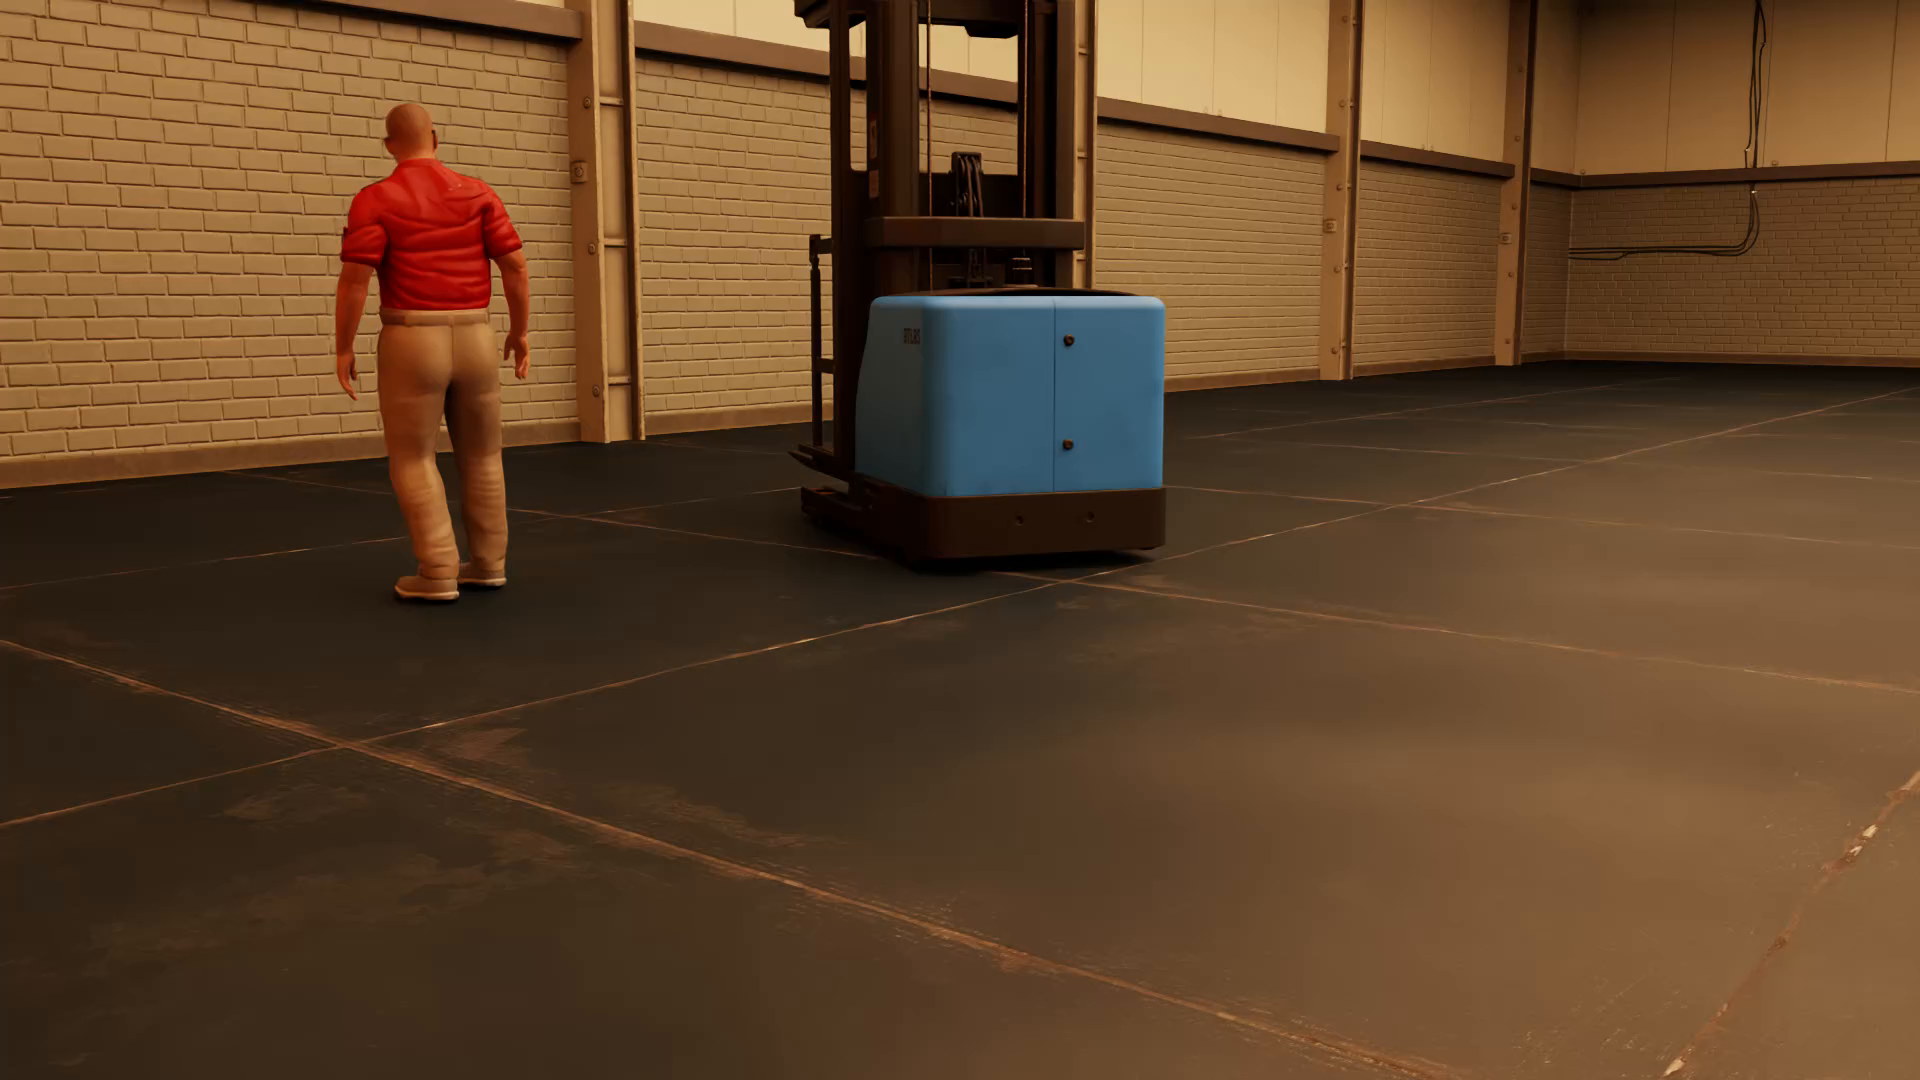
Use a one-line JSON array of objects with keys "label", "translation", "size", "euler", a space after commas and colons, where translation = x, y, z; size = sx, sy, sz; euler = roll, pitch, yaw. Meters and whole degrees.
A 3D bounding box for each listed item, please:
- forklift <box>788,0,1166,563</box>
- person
[{"label": "forklift", "translation": [-0.131, -1.534, 7.766], "size": [1.130, 2.935, 3.031], "euler": [-3, 9, -19]}, {"label": "person", "translation": [-1.898, -0.660, 5.946], "size": [0.702, 1.729, 0.538], "euler": [-6, 10, -37]}]
